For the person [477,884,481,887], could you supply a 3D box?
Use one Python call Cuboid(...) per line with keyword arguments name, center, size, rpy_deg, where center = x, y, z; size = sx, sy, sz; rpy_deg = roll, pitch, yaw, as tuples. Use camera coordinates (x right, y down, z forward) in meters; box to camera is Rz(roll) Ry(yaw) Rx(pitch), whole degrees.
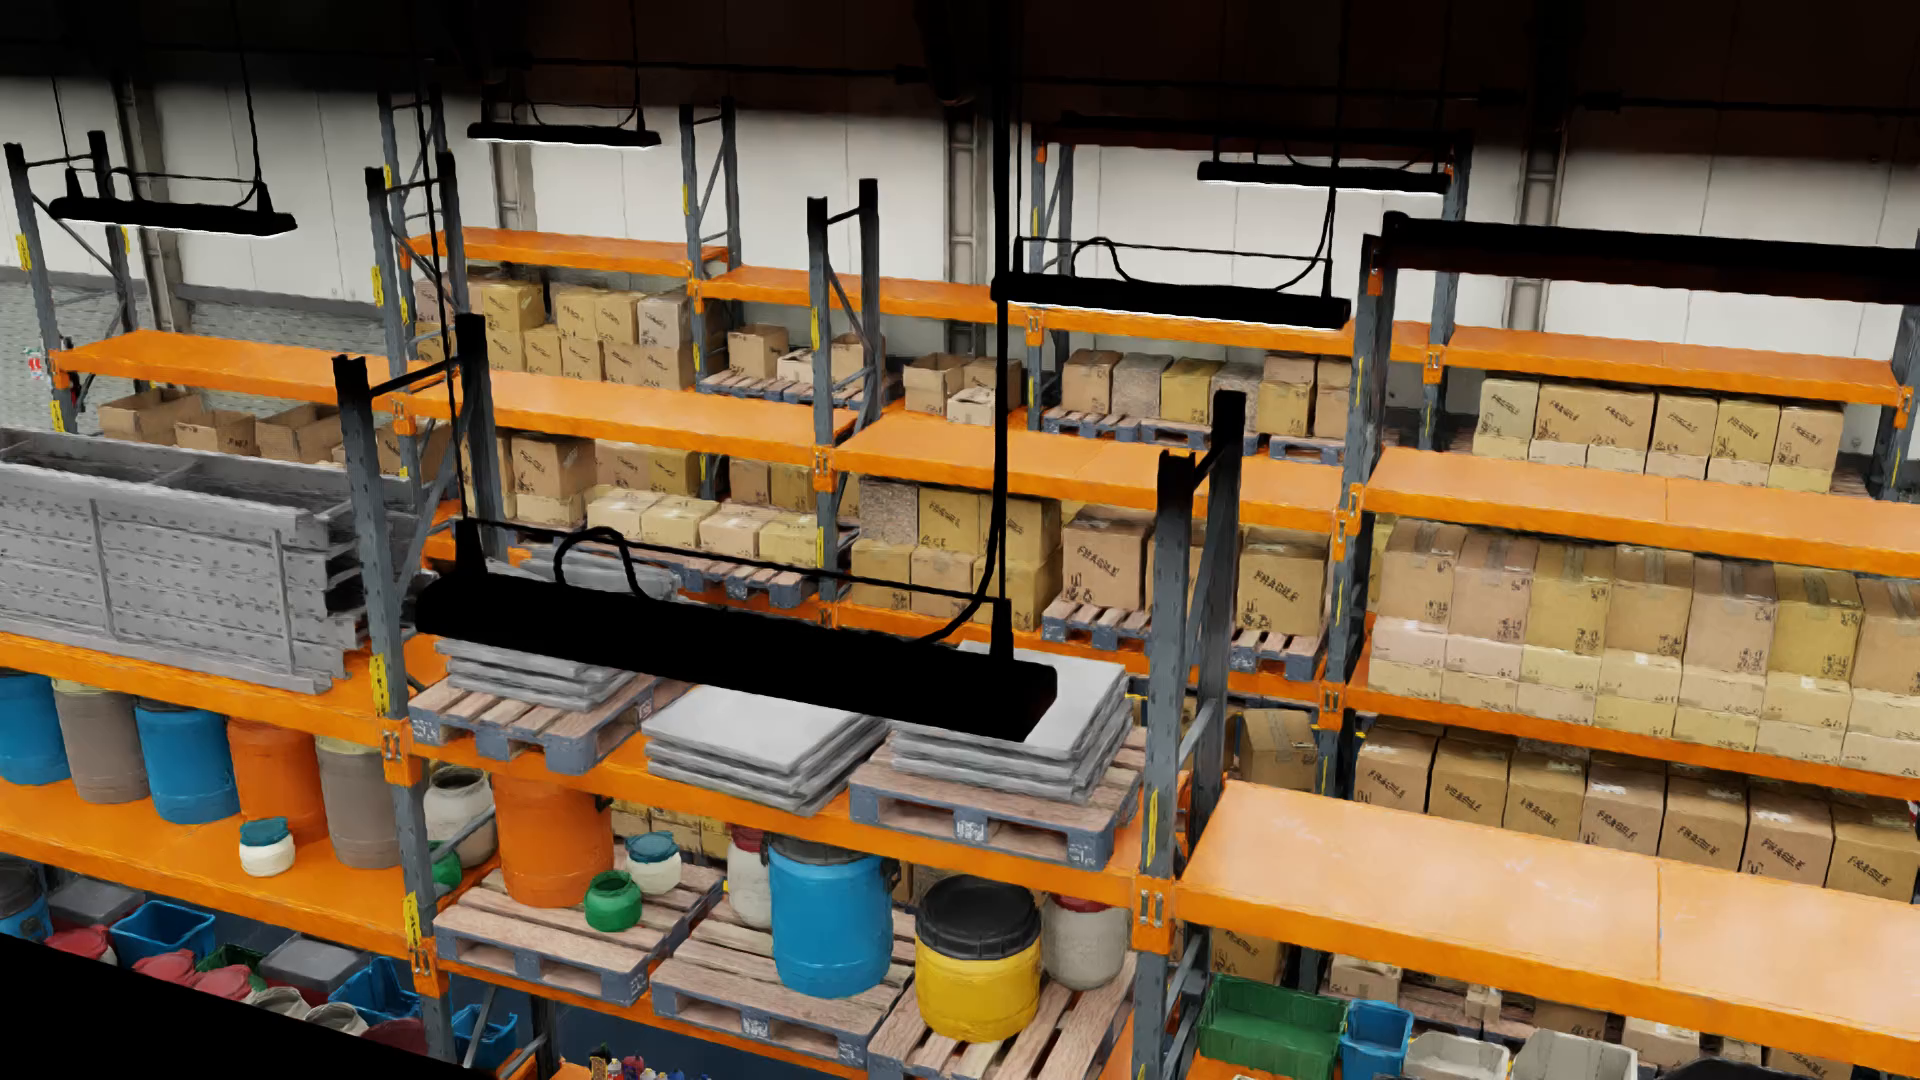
Cuboid(name="person", center=(-4.567, 2.609, 14.064), size=(0.891, 1.030, 0.667), rpy_deg=(2, 21, 5))
